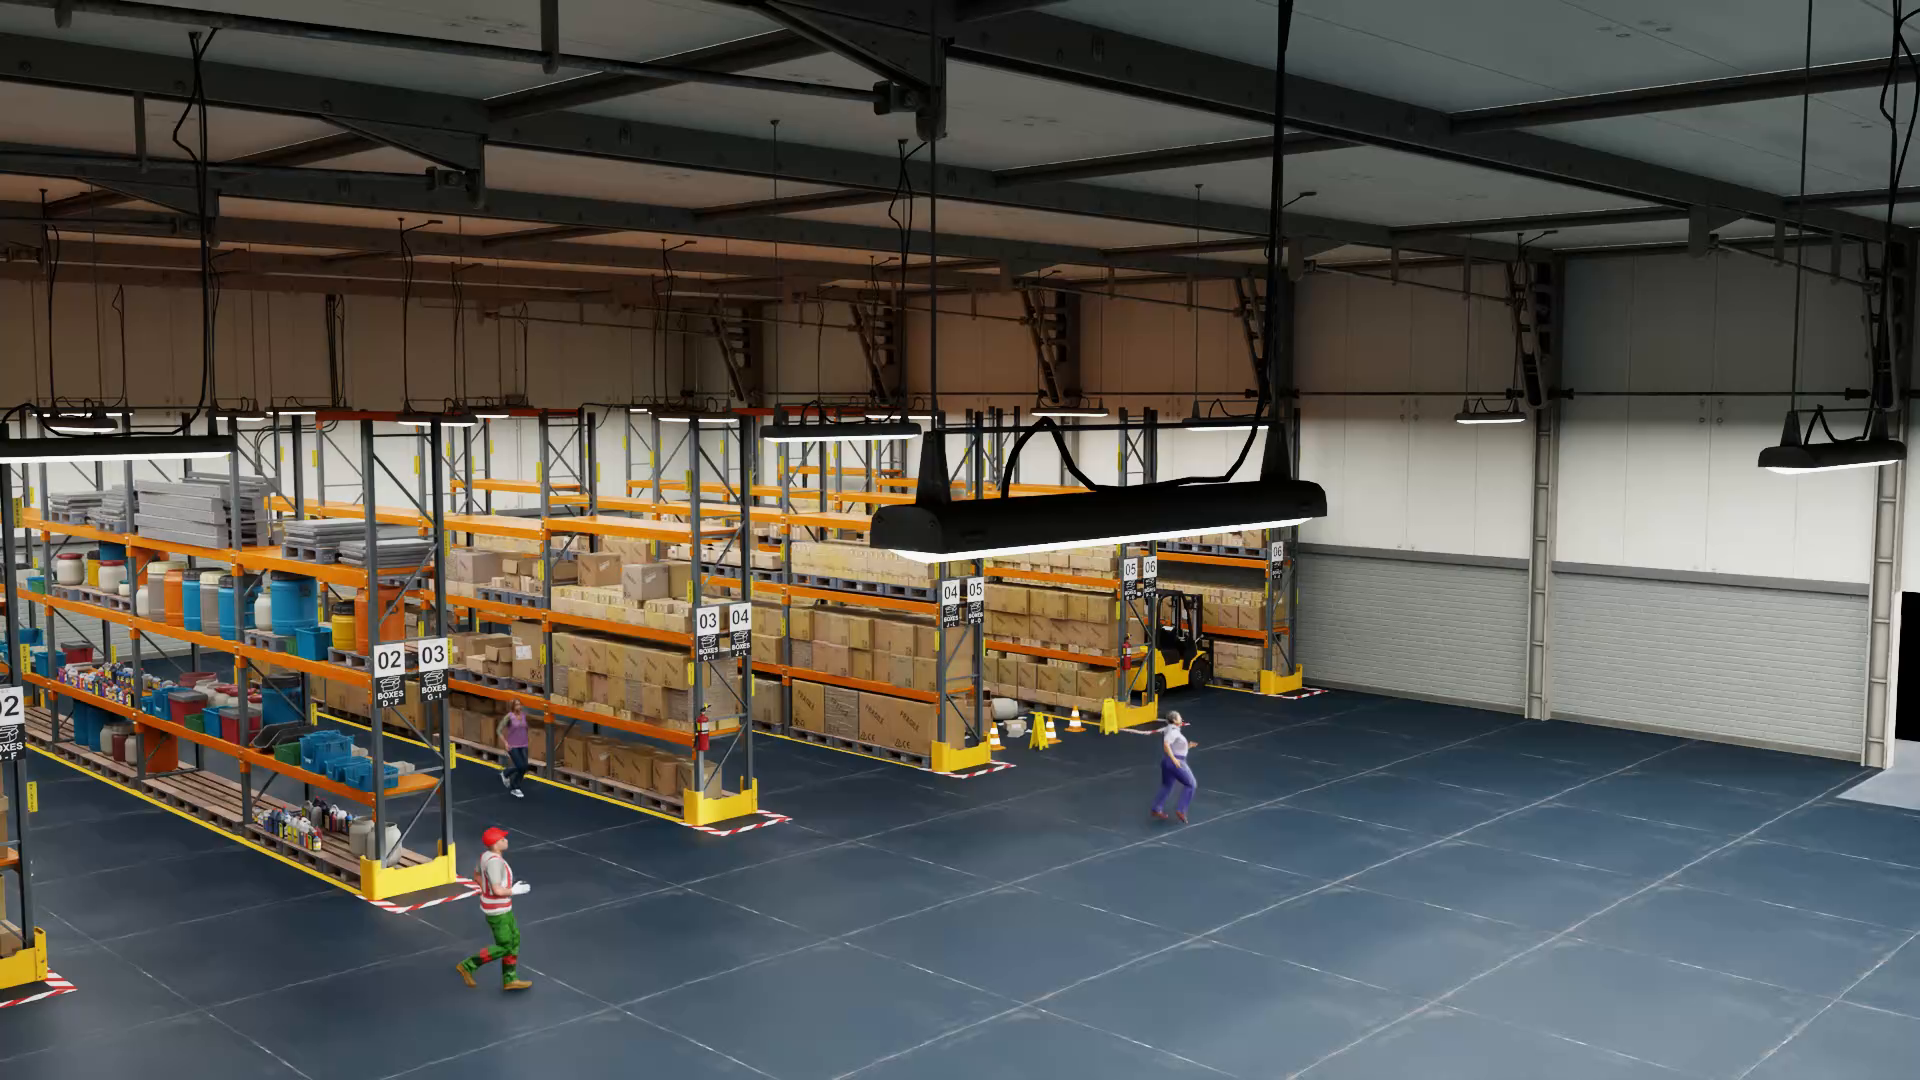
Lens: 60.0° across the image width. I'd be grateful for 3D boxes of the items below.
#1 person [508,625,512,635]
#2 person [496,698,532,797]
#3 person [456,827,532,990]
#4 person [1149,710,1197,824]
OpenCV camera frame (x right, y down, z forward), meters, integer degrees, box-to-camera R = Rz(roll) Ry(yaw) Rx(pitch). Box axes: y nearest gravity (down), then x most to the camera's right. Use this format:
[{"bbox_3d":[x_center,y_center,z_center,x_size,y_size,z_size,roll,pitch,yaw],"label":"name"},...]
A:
[{"bbox_3d":[-10.993,1.790,41.487,0.663,1.747,0.780,4,6,36],"label":"person"},{"bbox_3d":[-6.957,3.253,26.099,0.545,1.559,0.535,4,7,39],"label":"person"},{"bbox_3d":[-4.929,3.897,17.524,0.782,1.757,0.663,-2,5,-22],"label":"person"},{"bbox_3d":[3.167,3.354,24.513,0.703,1.687,0.574,-1,5,-16],"label":"person"}]
